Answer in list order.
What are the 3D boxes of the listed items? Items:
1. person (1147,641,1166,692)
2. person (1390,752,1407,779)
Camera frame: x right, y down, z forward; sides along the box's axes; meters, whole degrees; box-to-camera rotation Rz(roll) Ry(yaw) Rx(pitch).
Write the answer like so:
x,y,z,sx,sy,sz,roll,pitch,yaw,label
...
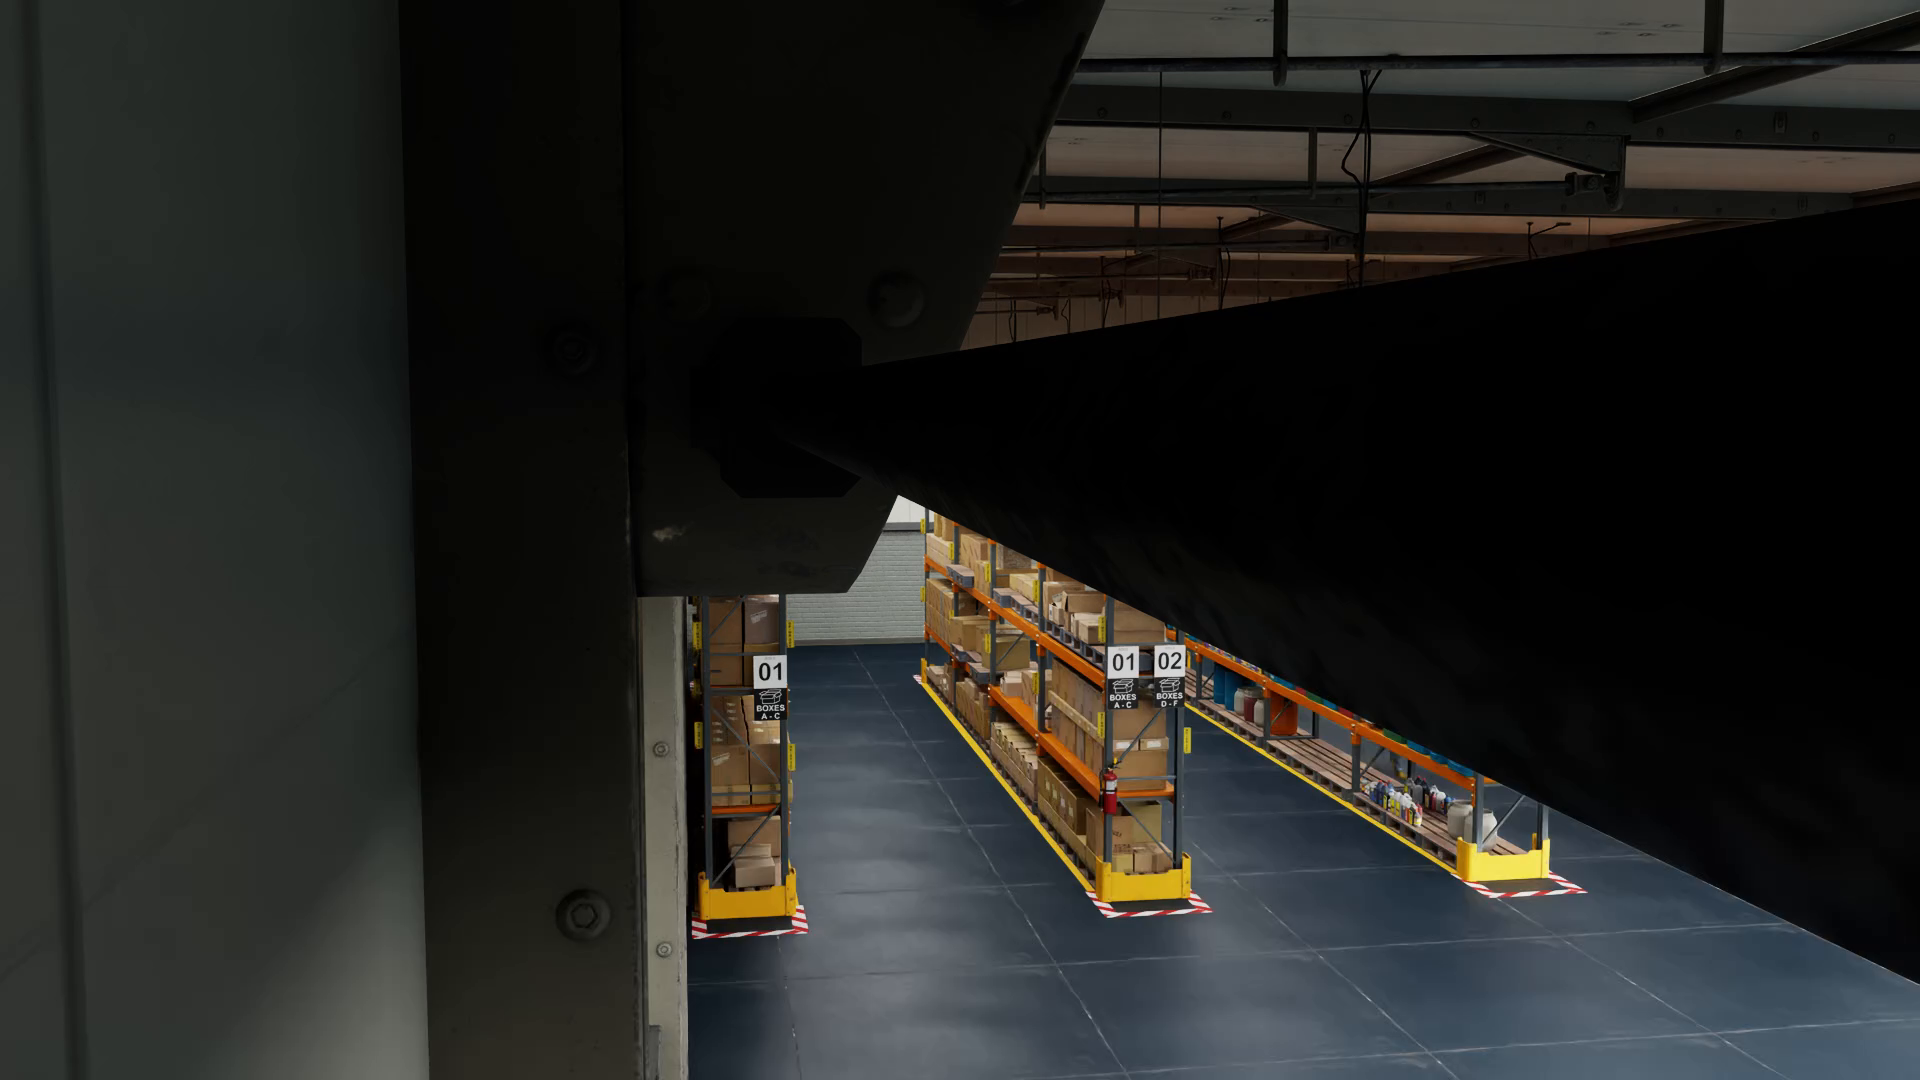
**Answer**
x,y,z,sx,sy,sz,roll,pitch,yaw,label
4.070,2.404,35.091,0.558,1.637,1.010,1,5,12,person
7.304,3.023,27.609,0.660,1.760,0.838,-1,5,-10,person
